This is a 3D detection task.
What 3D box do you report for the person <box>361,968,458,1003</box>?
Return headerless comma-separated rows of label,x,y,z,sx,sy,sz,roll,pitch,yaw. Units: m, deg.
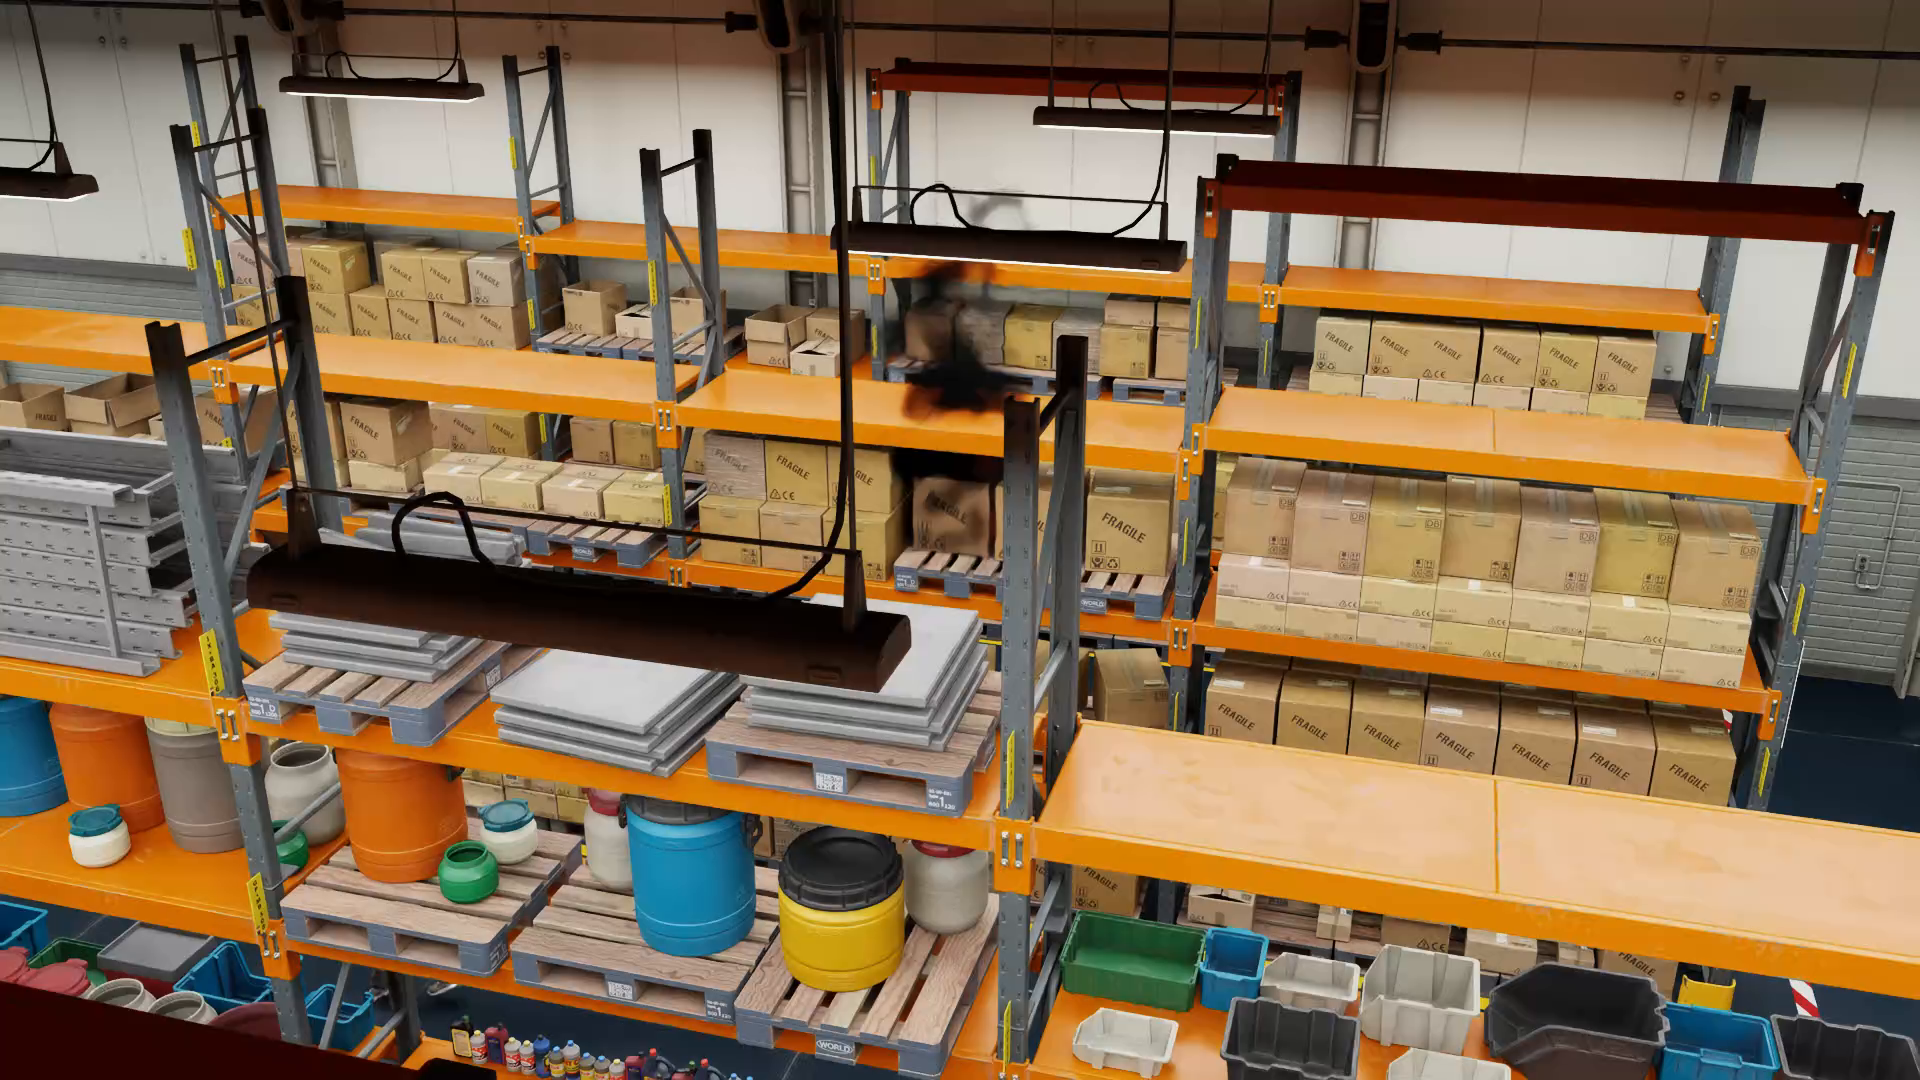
person,-4.110,2.693,12.183,0.741,1.633,0.528,4,23,11
